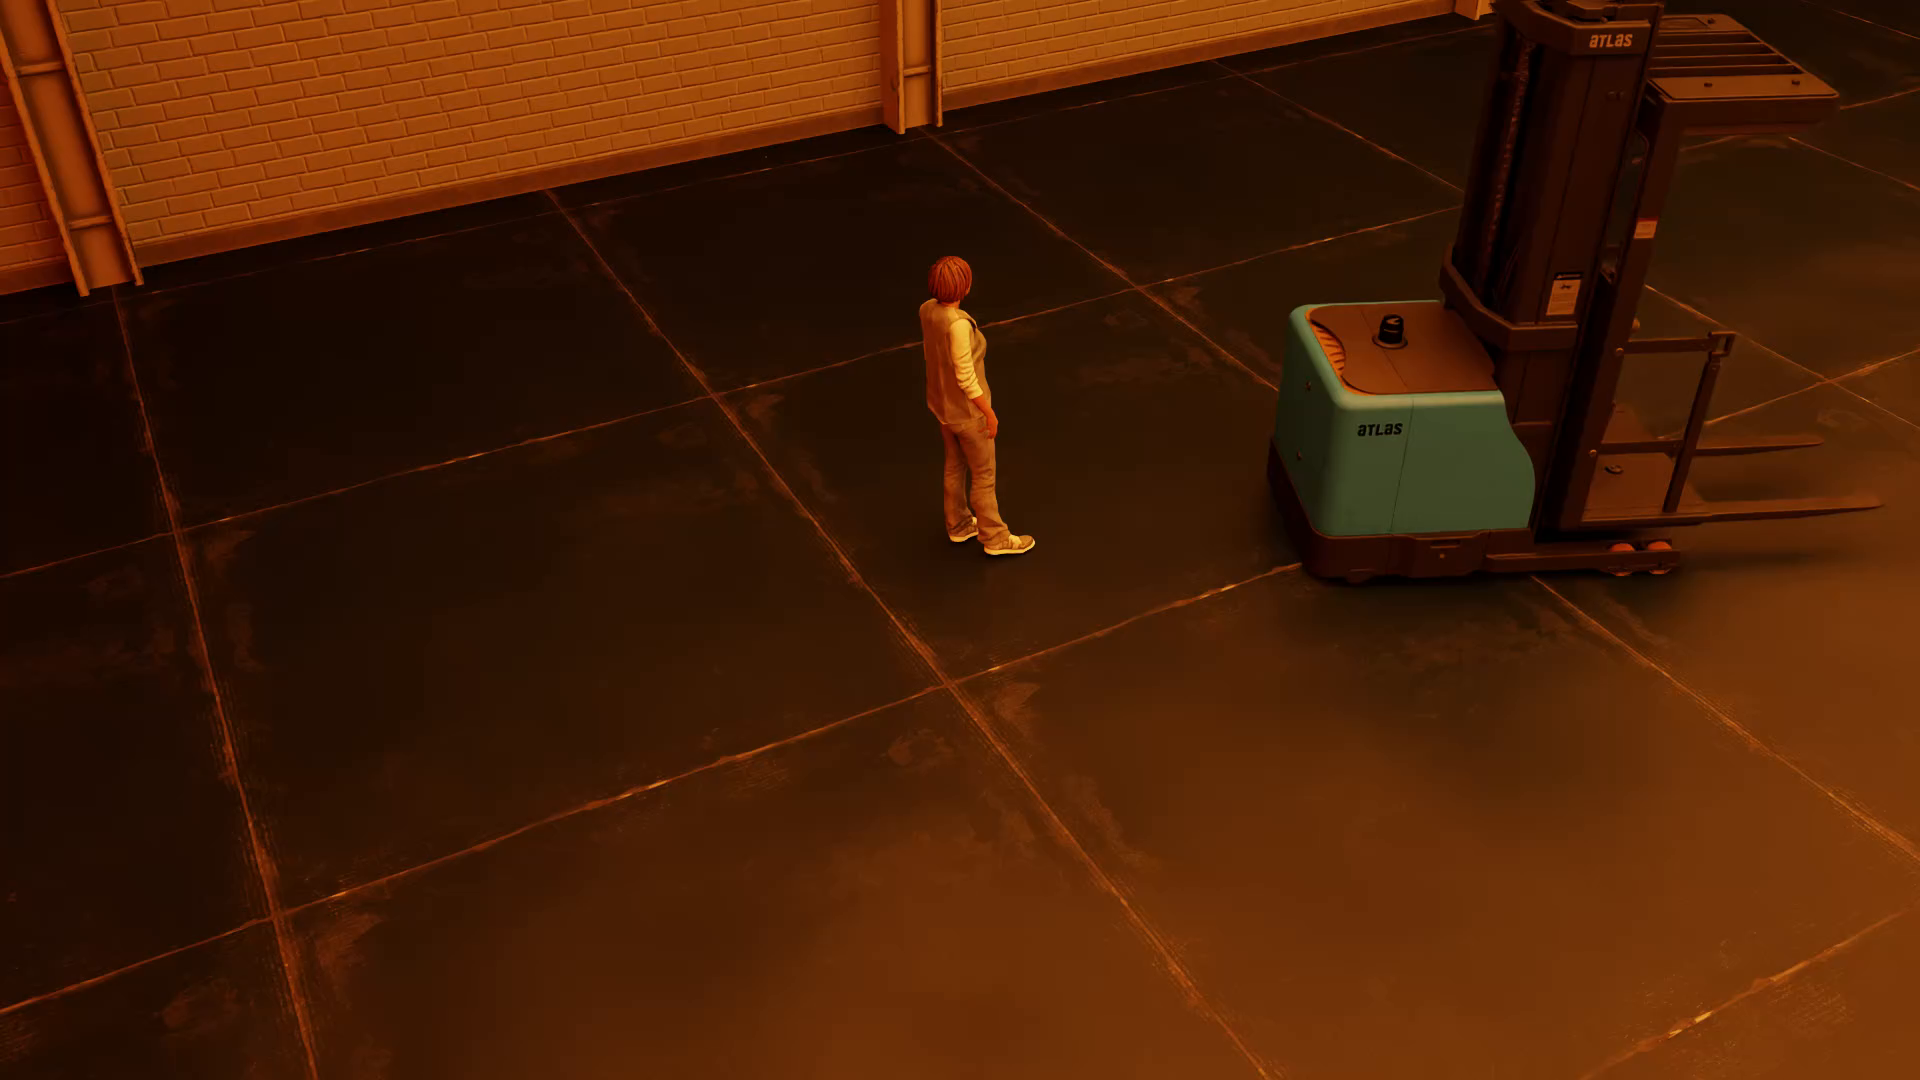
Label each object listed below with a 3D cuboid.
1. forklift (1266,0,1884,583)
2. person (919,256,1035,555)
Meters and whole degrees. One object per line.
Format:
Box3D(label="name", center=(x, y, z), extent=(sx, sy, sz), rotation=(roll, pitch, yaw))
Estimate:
Box3D(label="forklift", center=(3.210, -1.317, 7.986), extent=(3.031, 2.935, 1.130), rotation=(-3, 35, -4))
Box3D(label="person", center=(0.072, -0.671, 8.215), extent=(0.475, 1.597, 0.520), rotation=(-17, 39, -23))
